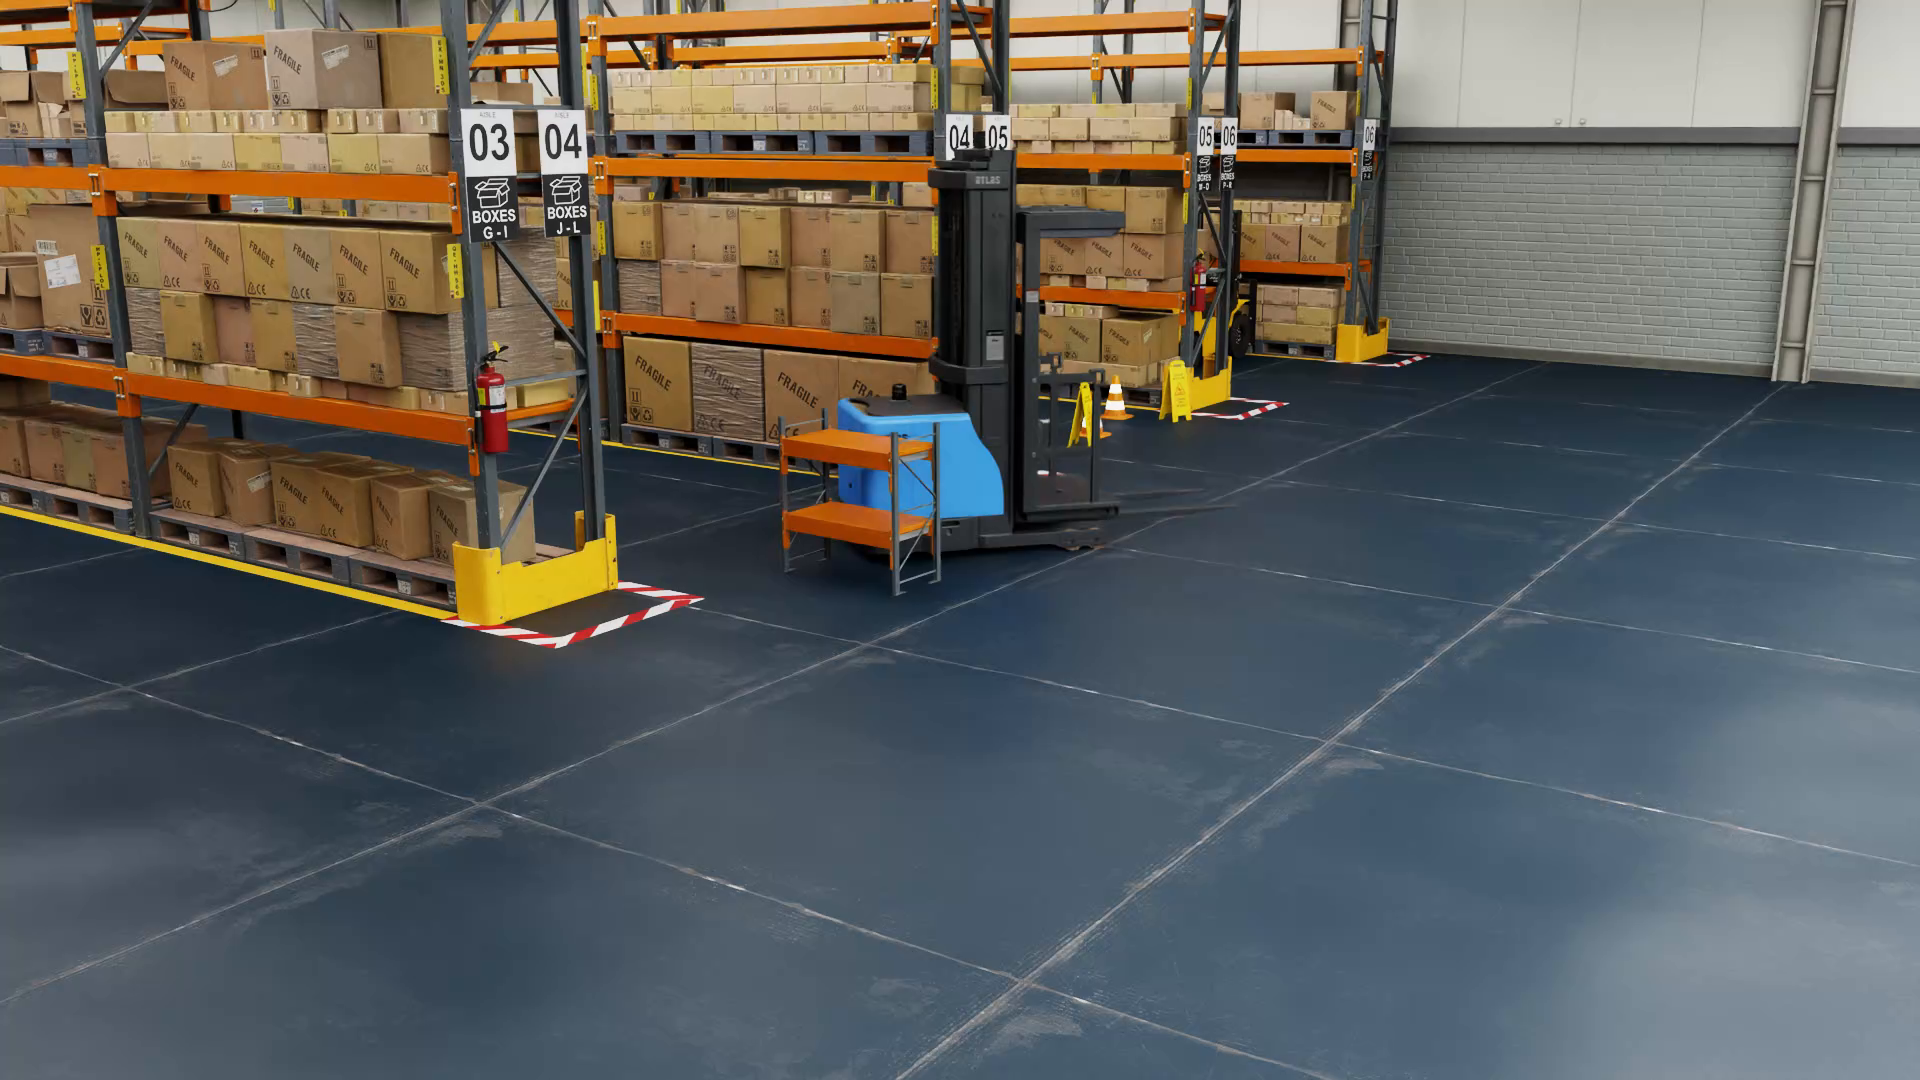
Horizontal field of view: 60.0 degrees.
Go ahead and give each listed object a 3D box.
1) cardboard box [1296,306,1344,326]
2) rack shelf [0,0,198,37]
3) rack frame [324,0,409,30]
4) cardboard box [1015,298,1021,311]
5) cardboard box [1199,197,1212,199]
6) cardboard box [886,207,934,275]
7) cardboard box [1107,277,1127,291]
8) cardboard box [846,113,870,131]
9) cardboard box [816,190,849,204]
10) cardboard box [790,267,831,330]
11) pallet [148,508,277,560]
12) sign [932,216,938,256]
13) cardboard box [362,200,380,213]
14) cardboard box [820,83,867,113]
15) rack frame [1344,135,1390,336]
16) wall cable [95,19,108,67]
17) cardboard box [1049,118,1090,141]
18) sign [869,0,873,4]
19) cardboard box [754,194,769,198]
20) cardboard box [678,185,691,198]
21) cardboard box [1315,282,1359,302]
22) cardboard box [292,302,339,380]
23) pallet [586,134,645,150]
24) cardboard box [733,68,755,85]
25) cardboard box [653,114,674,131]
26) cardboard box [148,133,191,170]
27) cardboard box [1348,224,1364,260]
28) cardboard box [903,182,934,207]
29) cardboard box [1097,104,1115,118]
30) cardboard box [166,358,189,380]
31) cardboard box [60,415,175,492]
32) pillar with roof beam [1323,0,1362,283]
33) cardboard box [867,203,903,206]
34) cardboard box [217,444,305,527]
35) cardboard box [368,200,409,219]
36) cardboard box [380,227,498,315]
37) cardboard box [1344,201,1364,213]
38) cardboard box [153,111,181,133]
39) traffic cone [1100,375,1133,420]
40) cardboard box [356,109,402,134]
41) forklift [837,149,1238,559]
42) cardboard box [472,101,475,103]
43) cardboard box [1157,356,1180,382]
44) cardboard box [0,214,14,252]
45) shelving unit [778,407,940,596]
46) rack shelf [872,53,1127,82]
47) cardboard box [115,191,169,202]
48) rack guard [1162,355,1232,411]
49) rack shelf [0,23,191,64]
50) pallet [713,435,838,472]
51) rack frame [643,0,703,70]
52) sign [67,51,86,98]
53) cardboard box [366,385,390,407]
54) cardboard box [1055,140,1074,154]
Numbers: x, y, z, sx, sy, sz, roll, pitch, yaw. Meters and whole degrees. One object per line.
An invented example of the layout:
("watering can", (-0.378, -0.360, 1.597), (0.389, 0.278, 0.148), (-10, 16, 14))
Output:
("cardboard box", (4.973, -3.112, 22.959), (0.500, 0.250, 0.500), (9, 16, 32))
("rack shelf", (-7.725, -4.204, 13.410), (4.000, 0.370, 1.077), (9, 17, 33))
("rack frame", (-6.533, -5.991, 18.299), (0.127, 3.000, 1.000), (9, 17, 33))
("cardboard box", (0.527, -2.826, 19.933), (0.250, 0.149, 0.380), (10, 17, 36))
("cardboard box", (3.524, -4.924, 24.296), (0.250, 0.149, 0.380), (9, 16, 32))
("cardboard box", (-0.181, -2.661, 14.770), (0.550, 0.550, 0.875), (9, 17, 33))
("cardboard box", (1.881, -2.943, 18.992), (0.250, 0.149, 0.380), (9, 16, 32))
("cardboard box", (-0.782, -3.638, 14.476), (0.250, 0.149, 0.380), (9, 17, 34))
("cardboard box", (-1.623, -4.362, 21.150), (0.250, 0.149, 0.380), (9, 16, 31))
("cardboard box", (-1.091, -2.289, 15.517), (0.550, 0.550, 0.875), (9, 17, 33))
("pallet", (-5.489, -0.131, 12.912), (1.213, 0.211, 1.003), (9, 17, 33))
("sign", (-0.209, -2.577, 14.089), (0.005, 0.325, 0.100), (9, 17, 33))
("cardboard box", (-8.974, -5.363, 25.958), (0.500, 0.500, 0.500), (9, 17, 33))
("cardboard box", (-0.871, -3.864, 14.557), (0.500, 0.250, 0.500), (9, 17, 33))
("rack frame", (5.551, -3.997, 22.728), (0.127, 3.000, 1.000), (9, 17, 33))
("wall cable", (-15.369, -8.771, 29.529), (0.029, 3.000, 0.463), (9, 17, 33))
("cardboard box", (1.359, -4.686, 18.960), (0.500, 0.250, 0.500), (10, 17, 34))
("sign", (-1.382, -8.364, 25.777), (0.005, 0.325, 0.100), (9, 17, 33))
("cardboard box", (-3.049, -5.575, 28.018), (0.500, 0.500, 0.700), (9, 17, 33))
("cardboard box", (-4.127, -4.729, 23.394), (0.500, 0.500, 0.500), (9, 16, 31))
("cardboard box", (5.258, -3.454, 23.300), (0.500, 0.250, 0.500), (9, 16, 32))
("cardboard box", (-4.060, -1.422, 11.498), (0.500, 0.500, 0.875), (9, 17, 33))
("pallet", (-4.418, -5.520, 23.030), (1.003, 0.211, 1.213), (10, 17, 35))
("cardboard box", (-1.839, -4.196, 15.069), (0.250, 0.149, 0.380), (9, 17, 33))
("cardboard box", (-2.679, -3.945, 15.714), (0.250, 0.149, 0.380), (9, 17, 33))
("cardboard box", (-5.394, -2.769, 11.837), (0.500, 0.250, 0.500), (9, 17, 32))
("cardboard box", (5.295, -4.167, 23.208), (0.500, 0.500, 0.500), (10, 17, 35))
("cardboard box", (-0.291, -4.119, 20.314), (0.500, 0.500, 0.700), (9, 17, 32))
("cardboard box", (1.742, -4.832, 18.720), (0.250, 0.149, 0.380), (9, 17, 33))
("cardboard box", (-5.632, -1.293, 12.325), (0.250, 0.149, 0.380), (9, 17, 33))
("cardboard box", (-6.949, -0.722, 13.784), (0.500, 0.500, 0.700), (9, 17, 32))
("pillar with roof beam", (3.074, -6.324, 19.642), (0.400, 9.000, 9.100), (9, 17, 33))
("cardboard box", (-1.046, -3.956, 20.862), (0.500, 0.500, 0.500), (9, 16, 32))
("cardboard box", (-5.277, -0.421, 12.609), (0.500, 0.500, 0.500), (-11, 17, -36))
("cardboard box", (-6.166, -3.551, 18.636), (0.500, 0.500, 0.700), (9, 17, 33))
("cardboard box", (-3.341, -1.734, 10.677), (0.500, 0.500, 0.500), (9, 17, 33))
("cardboard box", (5.392, -4.593, 22.956), (0.250, 0.149, 0.380), (9, 16, 32))
("cardboard box", (-5.495, -2.976, 11.844), (0.250, 0.149, 0.380), (9, 17, 33))
("traffic cone", (1.707, -1.576, 18.226), (0.334, 0.463, 0.336), (9, 17, 33))
("cardboard box", (-3.590, -2.656, 10.550), (0.250, 0.149, 0.380), (8, 16, 30))
("forklift", (0.623, -1.457, 12.609), (3.031, 2.935, 1.130), (-4, 14, -15))
("cardboard box", (-5.213, -4.467, 17.489), (0.500, 0.311, 0.500), (9, 16, 32))
("cardboard box", (2.269, -2.039, 19.667), (0.500, 0.250, 0.500), (9, 17, 32))
("cardboard box", (-12.953, -4.230, 22.840), (0.500, 0.500, 0.500), (10, 17, 35))
("shelving unit", (-0.705, -0.289, 11.652), (1.048, 1.125, 0.538), (10, 17, 36))
("rack shelf", (0.573, -7.171, 25.392), (4.000, 0.370, 1.077), (9, 17, 33))
("cardboard box", (-10.393, -4.303, 21.056), (0.500, 0.500, 0.500), (9, 16, 31))
("rack guard", (2.721, -1.804, 19.069), (0.348, 0.500, 1.175), (9, 17, 33))
("rack shelf", (-11.512, -6.445, 21.636), (4.000, 0.370, 1.077), (9, 17, 33))
("pallet", (-1.610, -0.908, 16.053), (1.213, 0.211, 1.003), (9, 17, 33))
("rack frame", (-3.854, -6.992, 22.341), (0.127, 3.000, 1.000), (9, 17, 33))
("sign", (-6.373, -3.354, 11.994), (0.005, 0.325, 0.100), (9, 17, 33))
("cardboard box", (-3.741, -1.000, 11.142), (0.250, 0.149, 0.380), (9, 17, 33))
("cardboard box", (1.285, -4.510, 19.082), (0.250, 0.149, 0.380), (9, 16, 31))
